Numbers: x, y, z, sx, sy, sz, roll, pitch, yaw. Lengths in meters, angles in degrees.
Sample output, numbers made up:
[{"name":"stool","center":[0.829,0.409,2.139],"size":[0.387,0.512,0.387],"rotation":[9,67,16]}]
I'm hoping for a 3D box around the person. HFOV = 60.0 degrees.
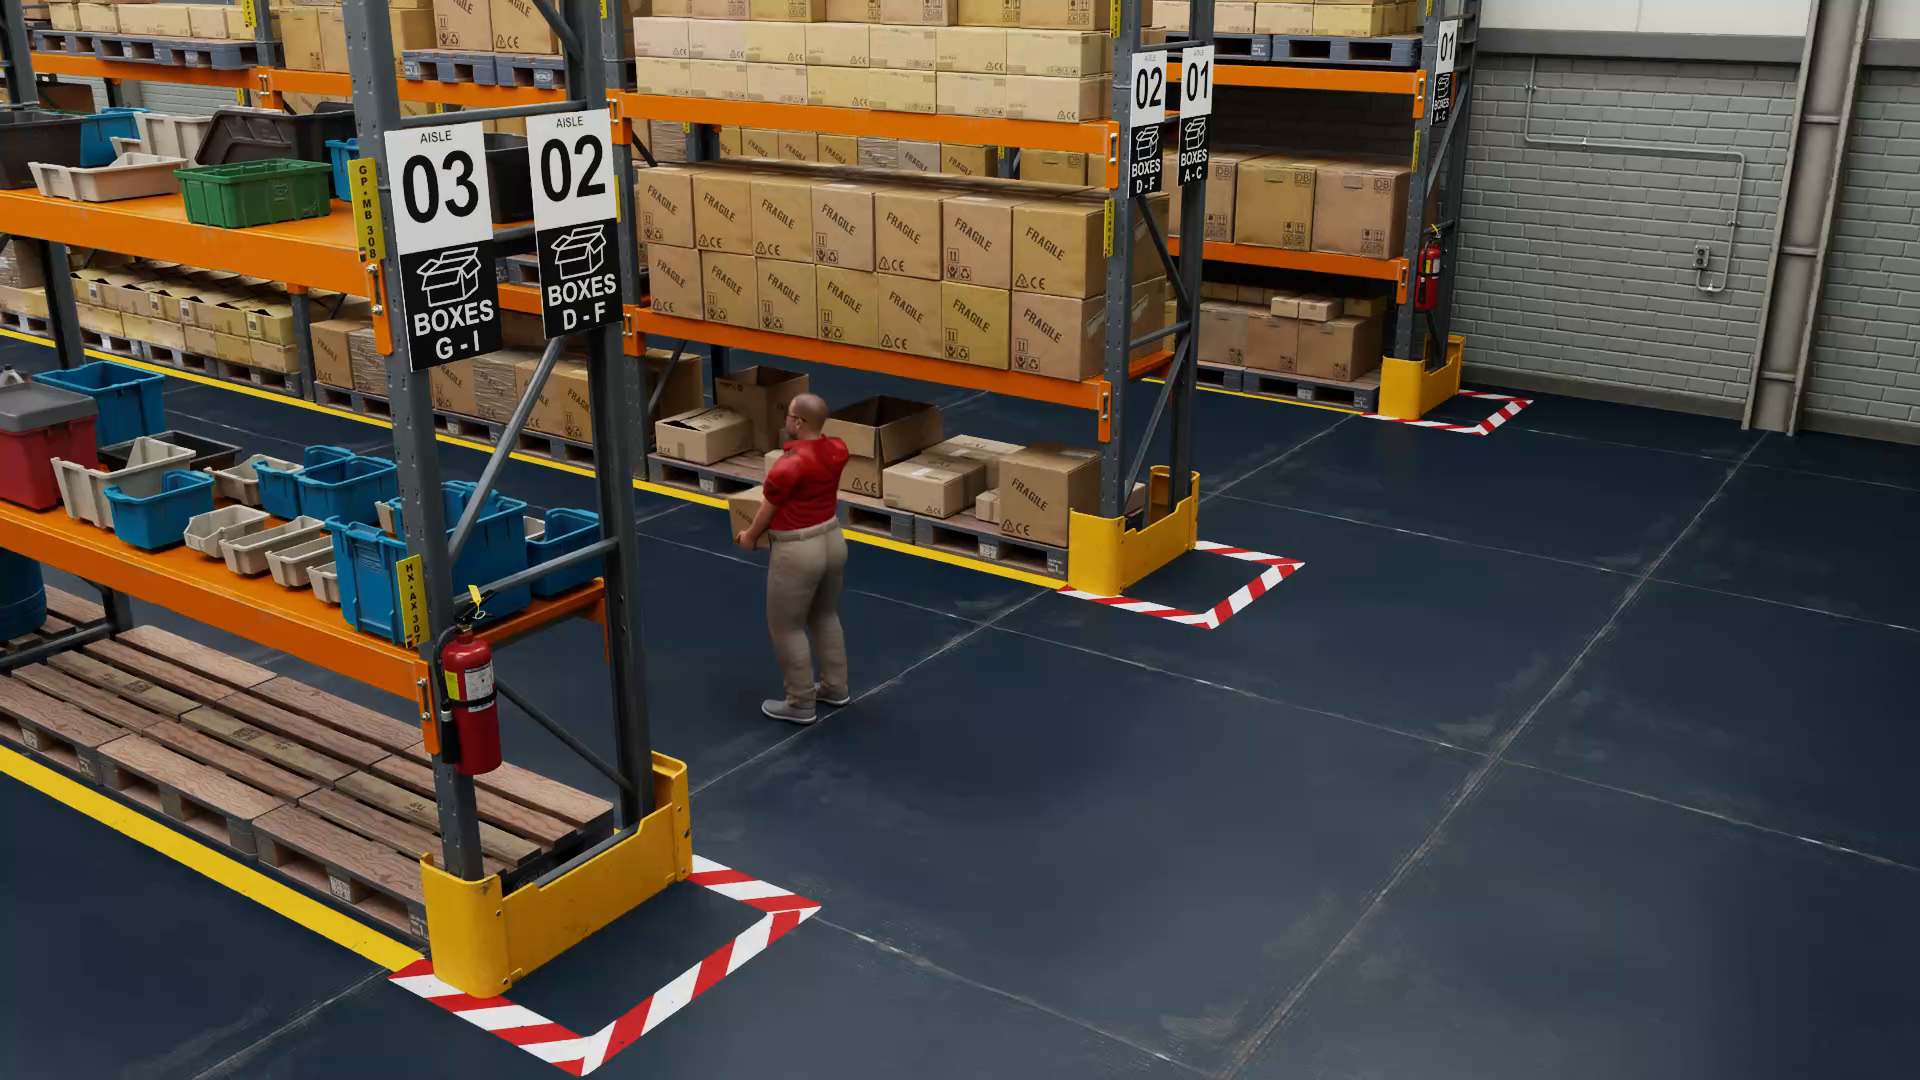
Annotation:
[{"name":"person","center":[-0.860,0.066,8.430],"size":[0.530,1.714,0.494],"rotation":[14,24,33]}]
